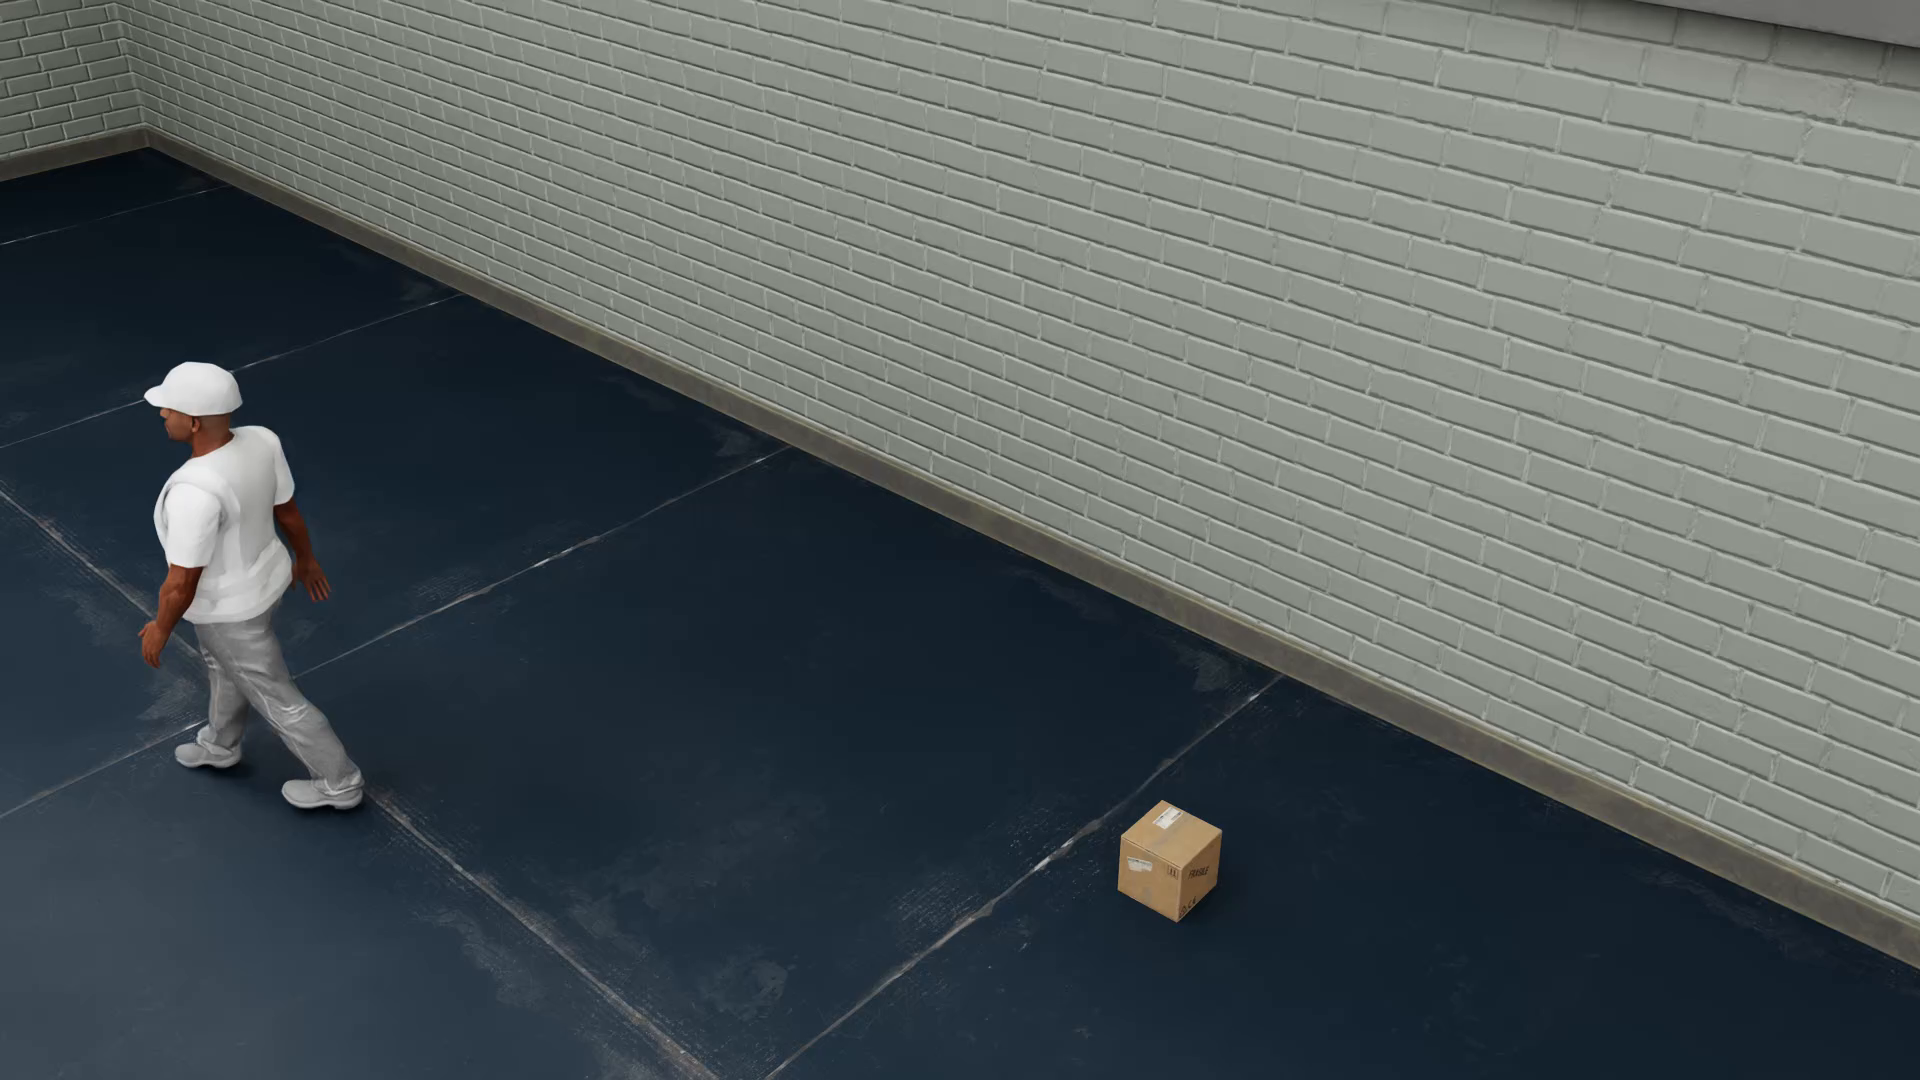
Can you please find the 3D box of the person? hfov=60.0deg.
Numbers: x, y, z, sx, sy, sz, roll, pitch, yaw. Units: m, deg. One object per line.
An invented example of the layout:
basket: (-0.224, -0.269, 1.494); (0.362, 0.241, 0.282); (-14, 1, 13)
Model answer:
person: (-2.610, 0.187, 5.787); (0.861, 1.752, 0.615); (3, 31, 5)
